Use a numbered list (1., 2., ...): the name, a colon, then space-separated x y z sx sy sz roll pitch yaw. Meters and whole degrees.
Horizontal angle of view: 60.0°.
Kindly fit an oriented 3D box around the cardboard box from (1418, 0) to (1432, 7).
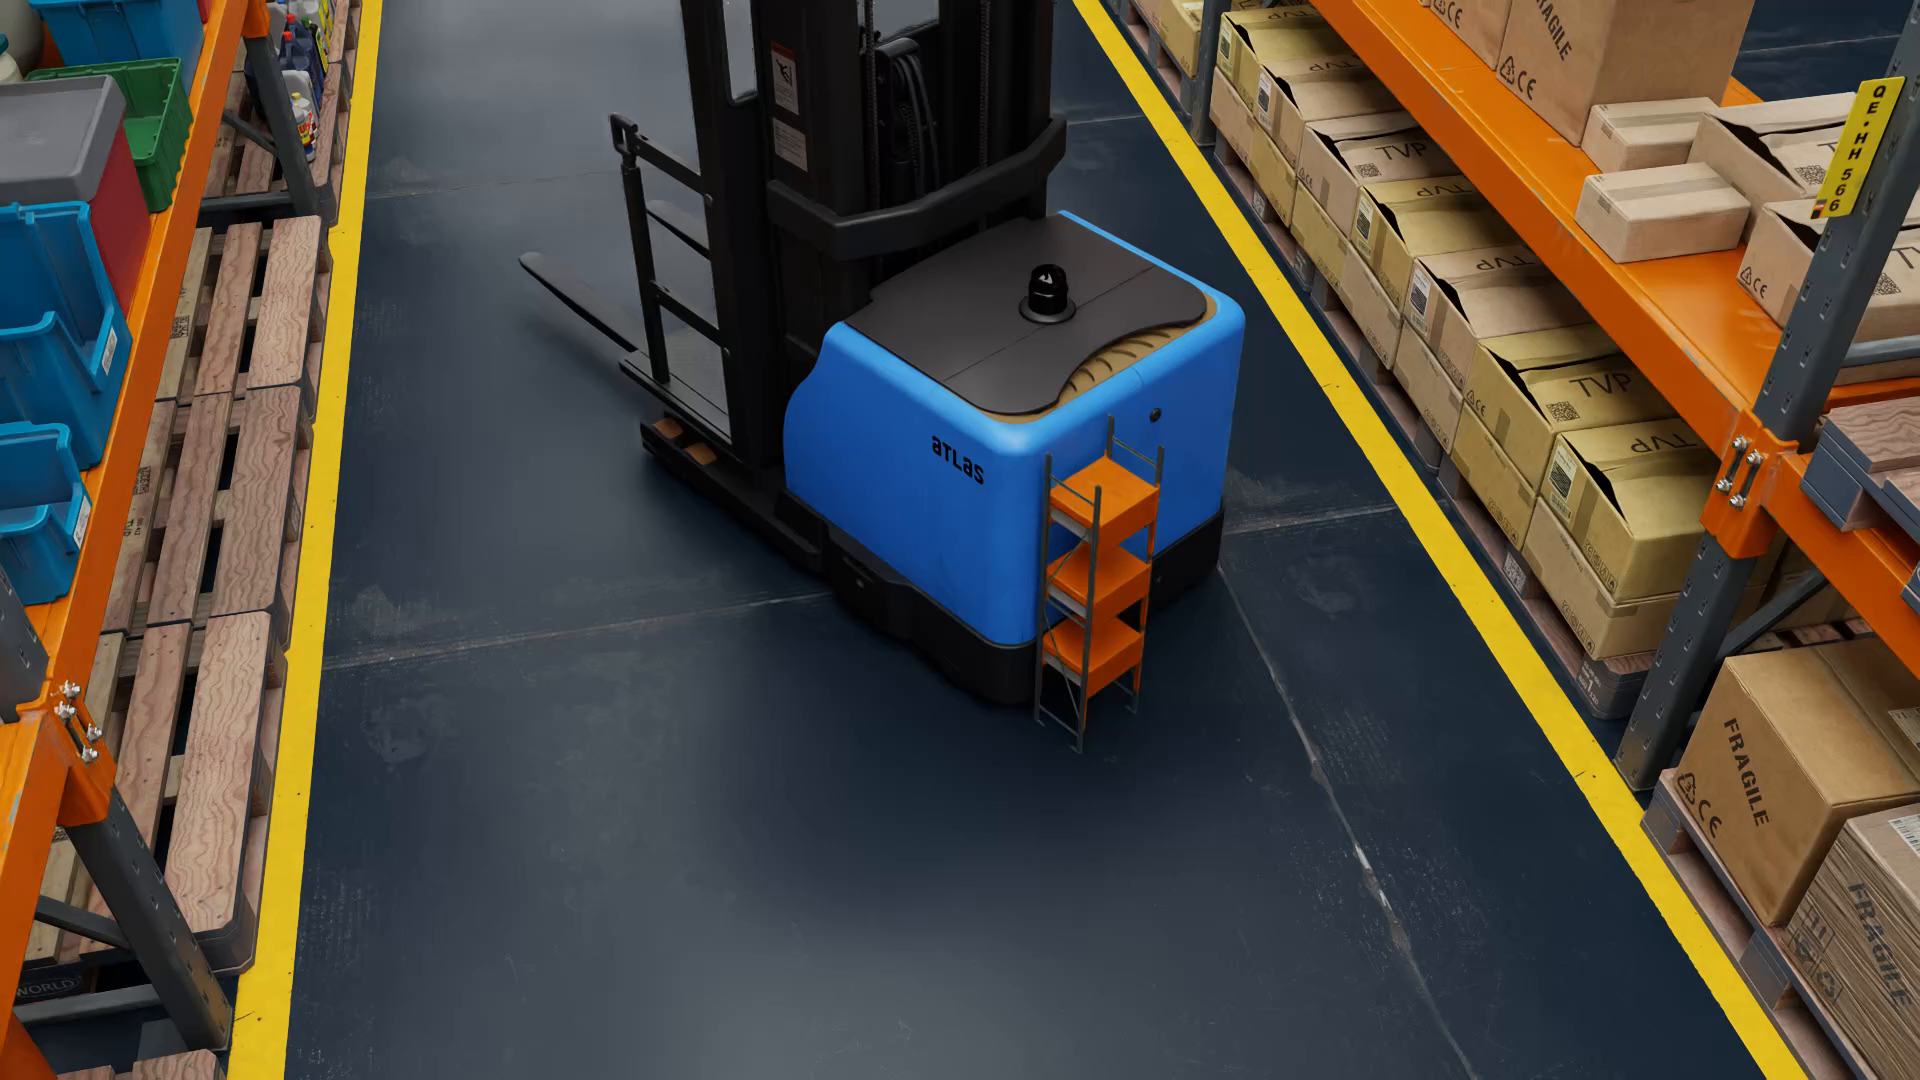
1. cardboard box: 1.859 -2.272 5.974 0.500 0.500 0.500 -6 42 -6

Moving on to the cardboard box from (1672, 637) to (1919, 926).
1. cardboard box: 2.278 0.623 4.340 0.500 0.500 0.500 -7 42 -7

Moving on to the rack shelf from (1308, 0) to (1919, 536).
1. rack shelf: 2.027 -1.511 5.734 1.077 0.370 4.000 -8 42 -9

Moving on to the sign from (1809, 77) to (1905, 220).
1. sign: 1.917 -0.835 3.558 0.100 0.325 0.005 -8 42 -9

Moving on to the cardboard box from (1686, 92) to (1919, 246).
1. cardboard box: 2.454 -1.057 4.749 0.500 0.311 0.500 -9 42 -10

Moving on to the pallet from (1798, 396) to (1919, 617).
1. pallet: 2.673 0.018 3.615 1.213 0.211 1.003 -8 42 -9

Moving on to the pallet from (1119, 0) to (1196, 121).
1. pallet: 1.464 -2.555 8.469 1.003 0.211 1.213 -8 42 -9

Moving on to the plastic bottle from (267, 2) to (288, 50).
1. plastic bottle: -3.283 -2.458 7.980 0.152 0.276 0.135 -8 42 -9

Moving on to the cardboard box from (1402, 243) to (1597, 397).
1. cardboard box: 1.880 -0.790 5.712 0.500 0.311 0.500 -9 42 -10

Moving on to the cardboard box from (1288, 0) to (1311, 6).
1. cardboard box: 1.801 -2.831 7.869 0.500 0.500 0.500 -8 42 -9

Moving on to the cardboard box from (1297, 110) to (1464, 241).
1. cardboard box: 1.657 -1.450 6.457 0.500 0.311 0.500 -10 43 -11

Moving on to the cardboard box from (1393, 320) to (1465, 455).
1. cardboard box: 1.886 -0.578 5.897 0.500 0.250 0.500 -7 42 -8

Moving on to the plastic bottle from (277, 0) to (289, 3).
1. plastic bottle: -3.341 -2.665 8.269 0.097 0.201 0.097 0 42 0

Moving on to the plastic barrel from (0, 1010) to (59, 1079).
1. plastic barrel: -2.257 1.193 3.465 0.600 0.830 0.708 -8 42 -9

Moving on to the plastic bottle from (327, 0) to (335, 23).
1. plastic bottle: -3.224 -2.723 8.278 0.152 0.276 0.135 -9 42 -10

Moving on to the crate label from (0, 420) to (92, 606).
1. crate label: -2.104 -0.040 3.662 0.303 0.233 0.416 -8 42 -9

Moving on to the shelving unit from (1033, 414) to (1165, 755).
1. shelving unit: 0.387 0.152 4.787 0.252 1.050 0.215 -32 51 -31

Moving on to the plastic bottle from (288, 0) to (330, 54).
1. plastic bottle: -3.144 -2.523 7.997 0.144 0.351 0.185 -9 42 -10

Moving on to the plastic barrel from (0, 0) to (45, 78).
1. plastic barrel: -3.250 -1.768 5.380 0.433 0.535 0.433 0 42 0

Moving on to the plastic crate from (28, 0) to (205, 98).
1. plastic crate: -2.701 -1.692 5.409 0.392 0.384 0.575 -8 42 -9

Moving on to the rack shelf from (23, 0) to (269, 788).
1. rack shelf: -2.811 -0.803 4.937 1.077 0.370 4.000 -8 42 -9

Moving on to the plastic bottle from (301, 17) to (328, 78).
1. plastic bottle: -3.047 -2.335 7.836 0.061 0.283 0.133 -7 42 -7

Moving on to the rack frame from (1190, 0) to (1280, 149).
1. rack frame: 1.595 -3.076 6.956 1.000 3.000 0.127 -8 42 -9

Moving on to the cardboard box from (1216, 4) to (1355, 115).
1. cardboard box: 1.441 -2.111 7.201 0.500 0.311 0.500 -8 42 -9

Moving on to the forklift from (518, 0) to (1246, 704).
1. forklift: -0.506 -1.486 5.216 1.130 2.935 3.031 -32 50 -31

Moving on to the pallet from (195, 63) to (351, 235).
1. pallet: -3.347 -1.767 7.582 1.003 0.211 1.213 -8 42 -9

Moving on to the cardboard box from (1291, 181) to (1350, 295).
1. cardboard box: 1.664 -1.241 6.643 0.500 0.250 0.500 -10 42 -11

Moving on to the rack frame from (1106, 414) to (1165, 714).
1. rack frame: 0.477 0.097 4.849 0.008 1.050 0.200 -32 51 -31

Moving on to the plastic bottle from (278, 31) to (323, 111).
1. plastic bottle: -3.011 -2.125 7.549 0.144 0.351 0.185 -7 42 -8

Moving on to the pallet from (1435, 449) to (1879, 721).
1. pallet: 2.319 0.020 5.568 1.003 0.211 1.213 -8 42 -9

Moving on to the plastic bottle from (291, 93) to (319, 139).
1. plastic bottle: -2.927 -1.888 7.394 0.097 0.201 0.097 0 42 0

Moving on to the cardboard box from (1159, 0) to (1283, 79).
1. cardboard box: 1.282 -2.474 8.033 0.500 0.250 0.500 -8 42 -9

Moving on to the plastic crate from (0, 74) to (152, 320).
1. plastic crate: -2.429 -0.891 4.446 0.402 0.464 0.583 -8 42 -9

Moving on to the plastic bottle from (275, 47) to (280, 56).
1. plastic bottle: -3.161 -2.172 7.661 0.097 0.271 0.097 0 42 0

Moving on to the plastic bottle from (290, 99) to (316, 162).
1. plastic bottle: -2.883 -1.782 7.222 0.097 0.271 0.097 0 42 0

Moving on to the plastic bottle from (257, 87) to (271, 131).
1. plastic bottle: -3.083 -1.977 7.432 0.061 0.283 0.133 -8 42 -9

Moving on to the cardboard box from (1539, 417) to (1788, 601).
1. cardboard box: 2.105 -0.126 4.965 0.500 0.311 0.500 -7 42 -8

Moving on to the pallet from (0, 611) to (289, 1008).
1. pallet: -2.508 0.759 4.736 1.003 0.211 1.213 -8 42 -9

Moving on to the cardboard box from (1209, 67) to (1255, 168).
1. cardboard box: 1.440 -1.908 7.395 0.500 0.250 0.500 -9 42 -10

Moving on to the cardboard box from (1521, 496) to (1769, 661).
1. cardboard box: 2.107 0.082 5.153 0.500 0.250 0.500 -7 42 -8

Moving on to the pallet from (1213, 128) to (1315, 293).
1. pallet: 1.792 -1.561 7.350 1.003 0.211 1.213 -8 42 -9

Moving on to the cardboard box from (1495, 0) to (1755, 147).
1. cardboard box: 2.080 -1.606 5.224 0.500 0.500 0.500 -10 43 -12

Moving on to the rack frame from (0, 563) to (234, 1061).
1. rack frame: -2.379 0.224 3.238 1.000 3.000 0.127 -8 42 -9

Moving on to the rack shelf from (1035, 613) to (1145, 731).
1. rack shelf: 0.387 0.368 4.979 0.240 0.259 0.215 -32 51 -31

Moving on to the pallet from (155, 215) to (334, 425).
1. pallet: -3.035 -0.822 6.517 1.003 0.211 1.213 -8 42 -9
